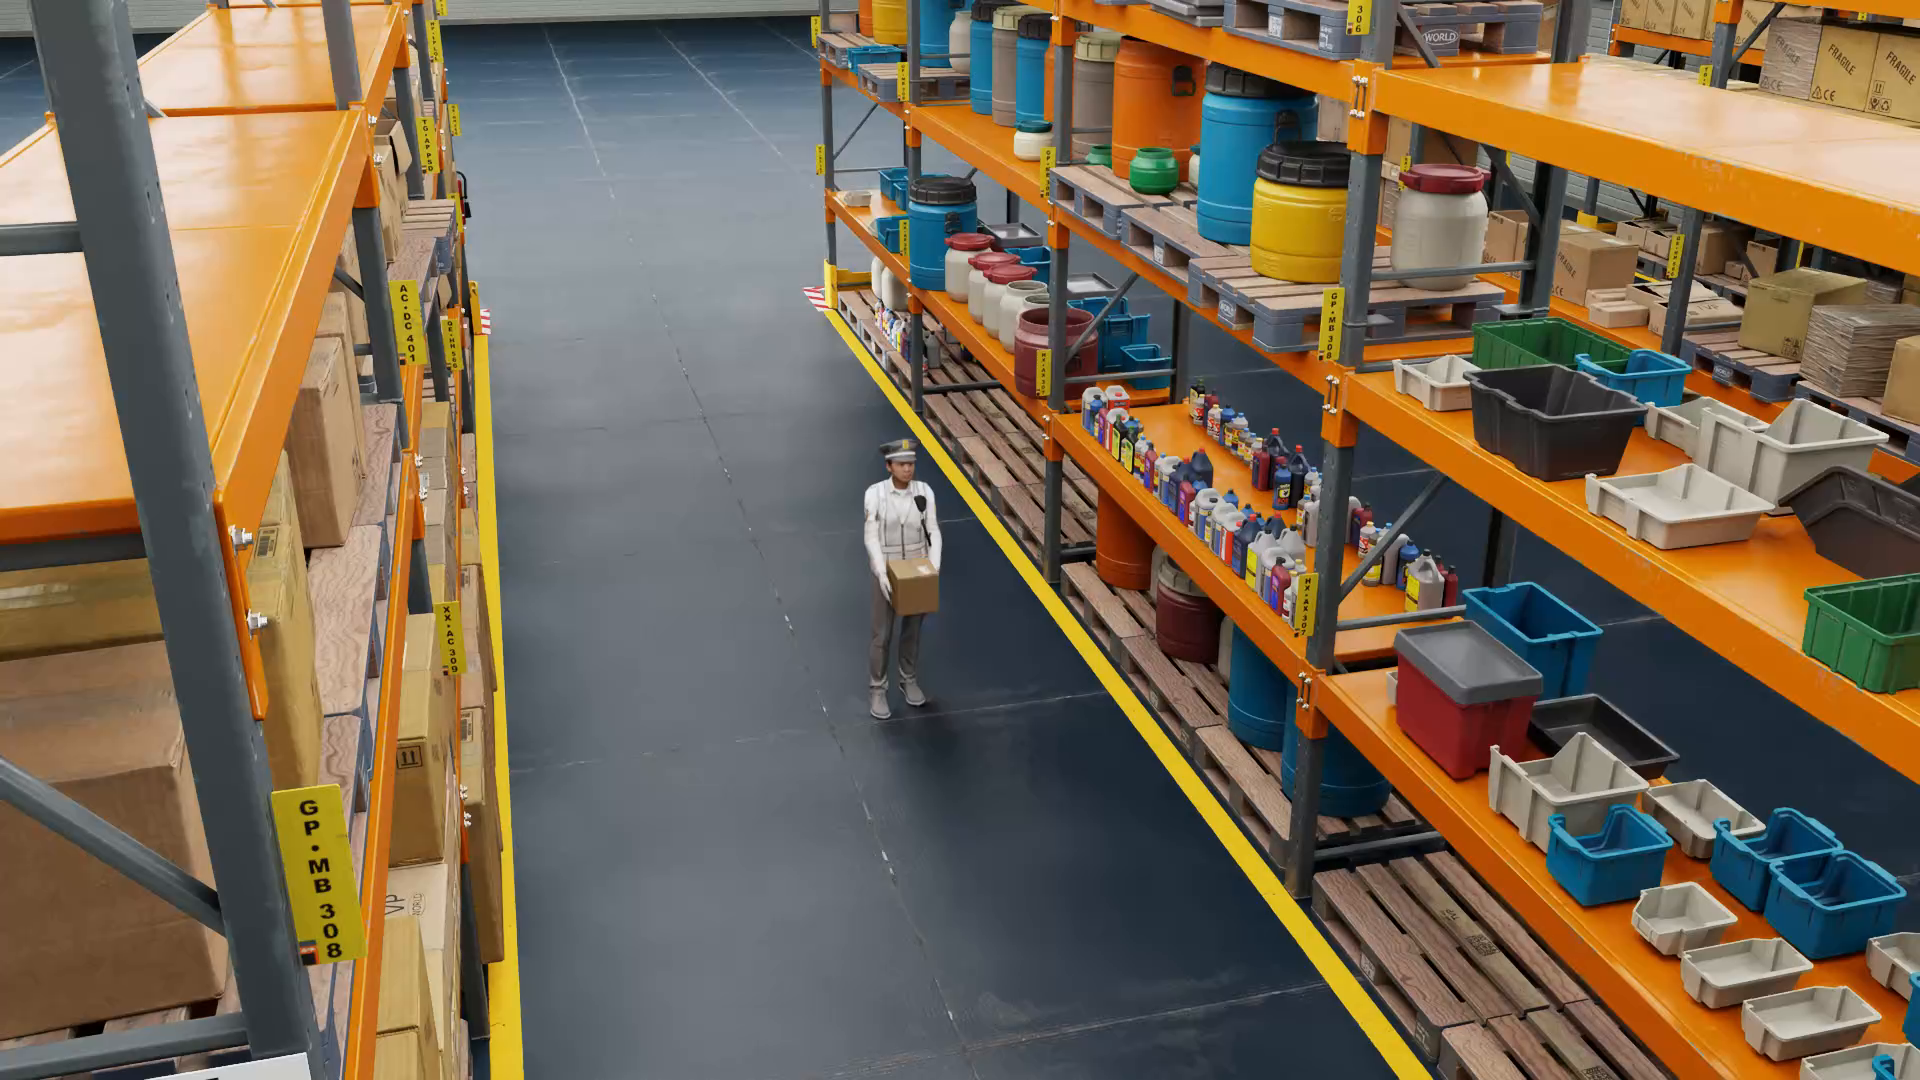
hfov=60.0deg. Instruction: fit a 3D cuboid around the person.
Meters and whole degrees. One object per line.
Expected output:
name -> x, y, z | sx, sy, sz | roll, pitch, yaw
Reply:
person -> -0.344, 0.209, 10.094 | 0.504, 1.701, 0.512 | -6, 24, -14
